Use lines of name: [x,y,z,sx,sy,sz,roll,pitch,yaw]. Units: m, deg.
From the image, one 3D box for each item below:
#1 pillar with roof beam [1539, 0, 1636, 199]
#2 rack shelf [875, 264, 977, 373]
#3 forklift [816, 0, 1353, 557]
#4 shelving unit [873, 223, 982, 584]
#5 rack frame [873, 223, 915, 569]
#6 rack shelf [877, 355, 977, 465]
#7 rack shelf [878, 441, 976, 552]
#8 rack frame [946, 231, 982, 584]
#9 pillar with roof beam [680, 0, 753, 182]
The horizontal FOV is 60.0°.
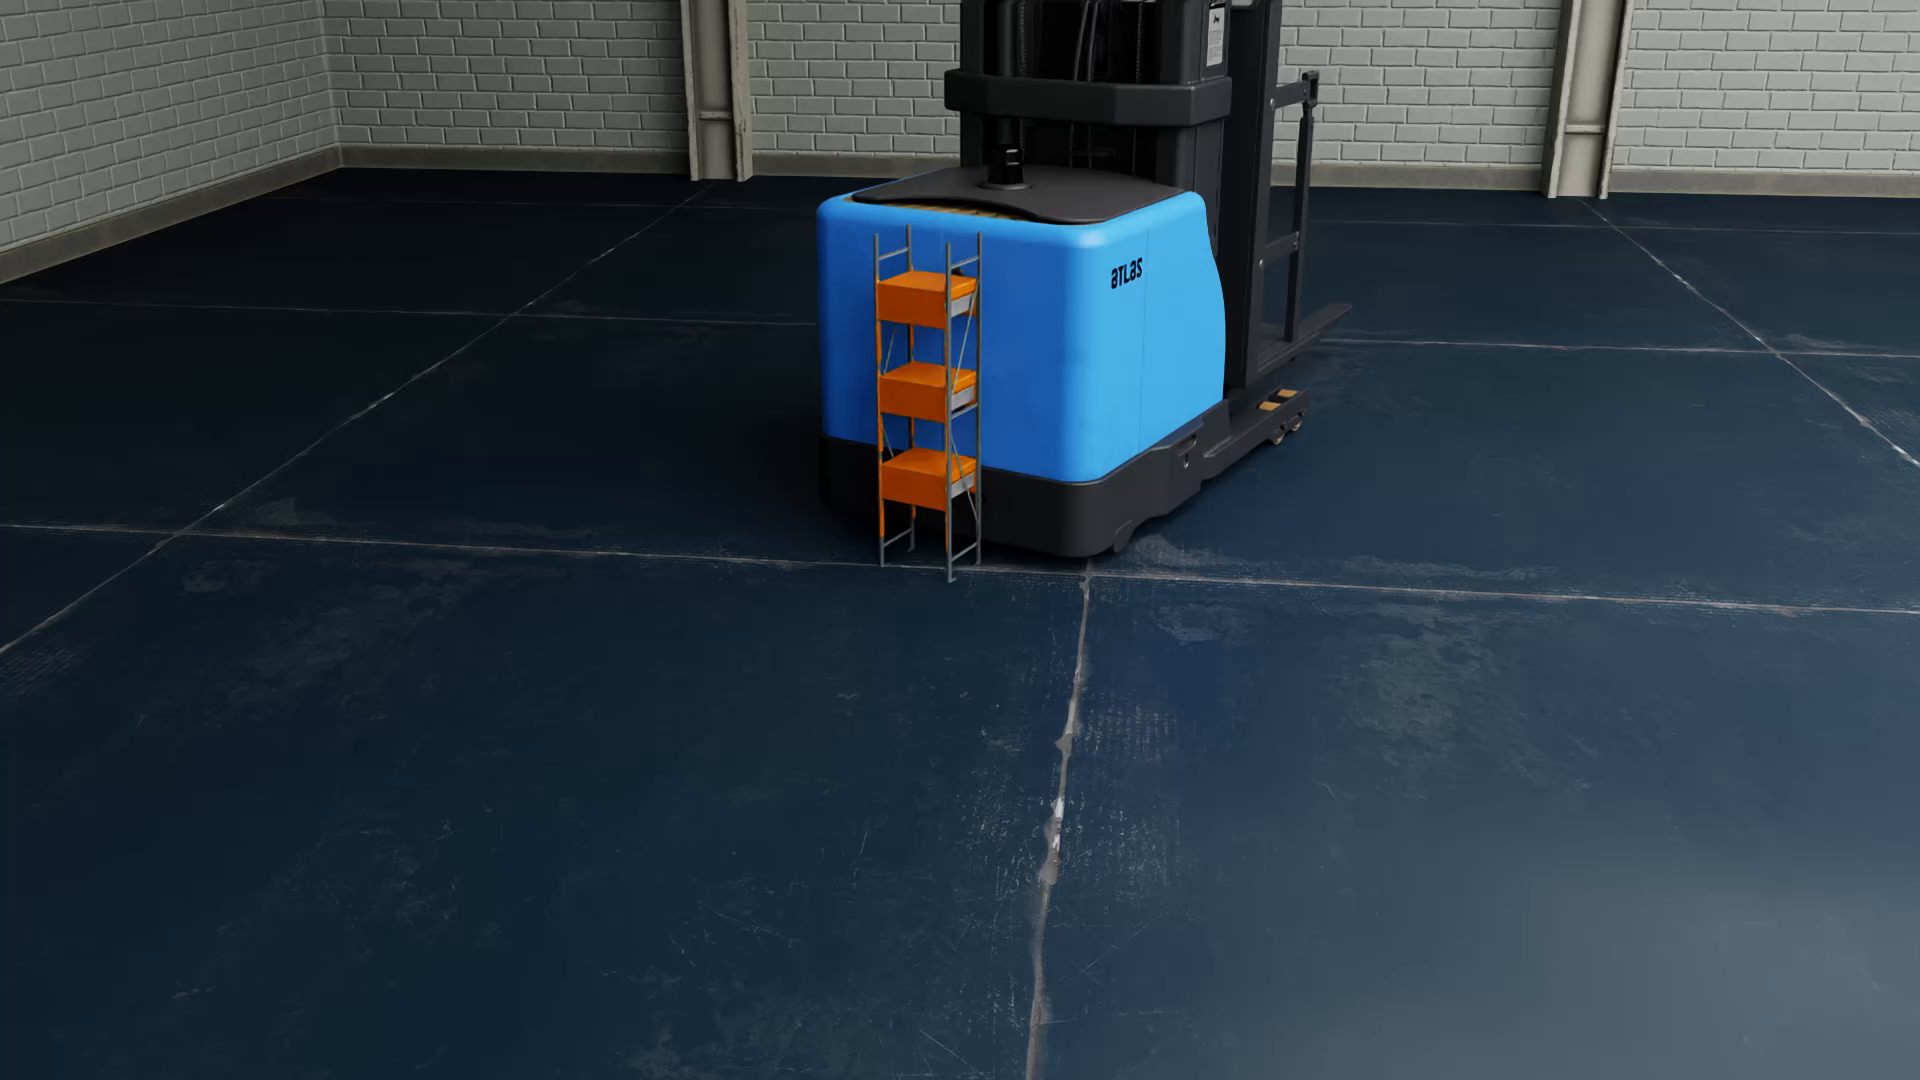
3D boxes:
pillar with roof beam: [3.718,-4.998,5.842,0.400,9.000,9.100,2,22,6]
rack shelf: [-0.093,-0.661,4.941,0.240,0.259,0.215,12,25,28]
forklift: [0.714,-1.805,6.018,1.130,2.935,3.031,12,25,28]
shelving unit: [-0.093,-0.407,5.041,0.252,1.050,0.215,12,25,28]
rack frame: [-0.199,-0.429,5.098,0.008,1.050,0.200,12,25,28]
rack shelf: [-0.093,-0.397,5.045,0.240,0.259,0.215,12,25,28]
rack shelf: [-0.093,-0.139,5.147,0.240,0.259,0.215,12,25,28]
rack frame: [0.012,-0.385,4.985,0.008,1.050,0.200,12,25,28]
pillar with roof beam: [-2.240,-5.257,6.498,0.400,9.000,9.100,2,22,6]
